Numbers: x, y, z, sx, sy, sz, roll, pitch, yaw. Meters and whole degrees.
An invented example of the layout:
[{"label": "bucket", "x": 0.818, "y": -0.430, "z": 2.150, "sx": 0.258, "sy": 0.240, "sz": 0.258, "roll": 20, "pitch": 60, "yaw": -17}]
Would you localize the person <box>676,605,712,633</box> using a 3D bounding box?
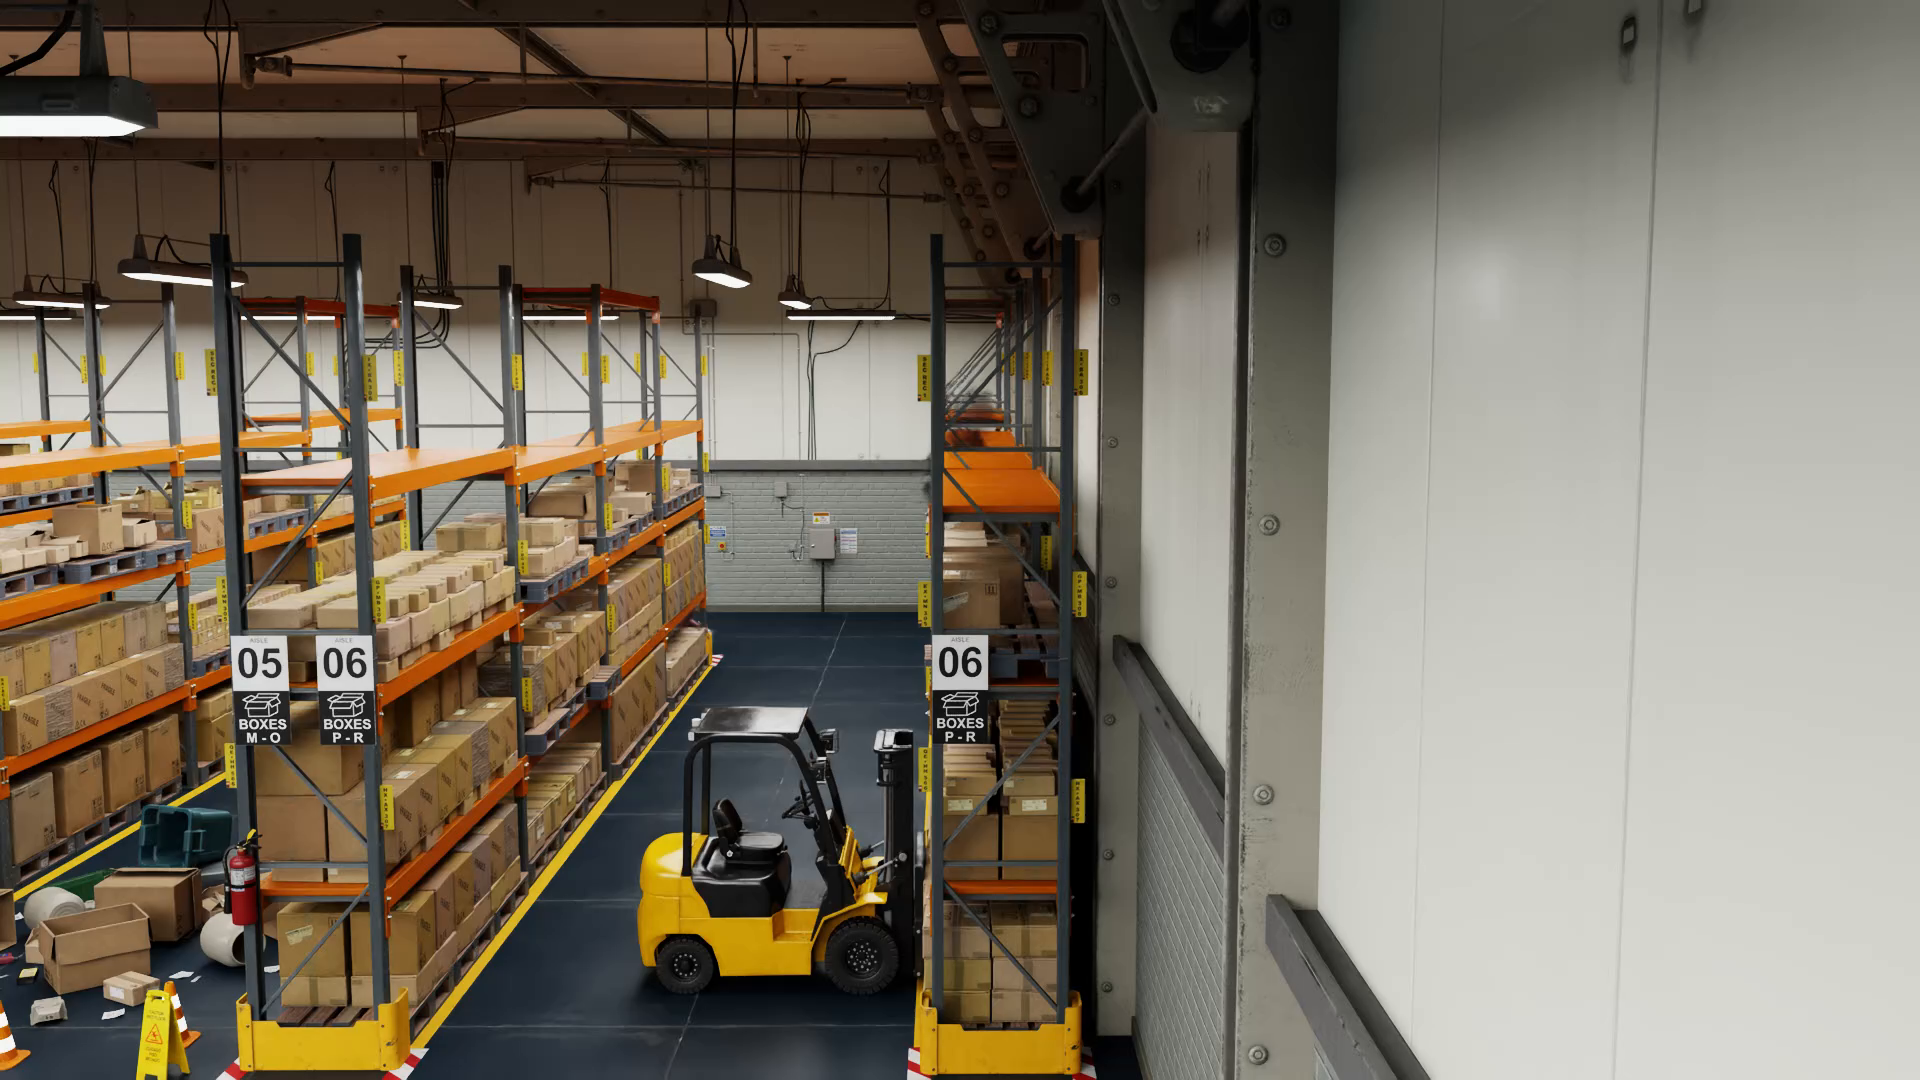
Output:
[{"label": "person", "x": -4.759, "y": 1.137, "z": 29.255, "sx": 0.649, "sy": 1.586, "sz": 0.740, "roll": 1, "pitch": 6, "yaw": 11}]
